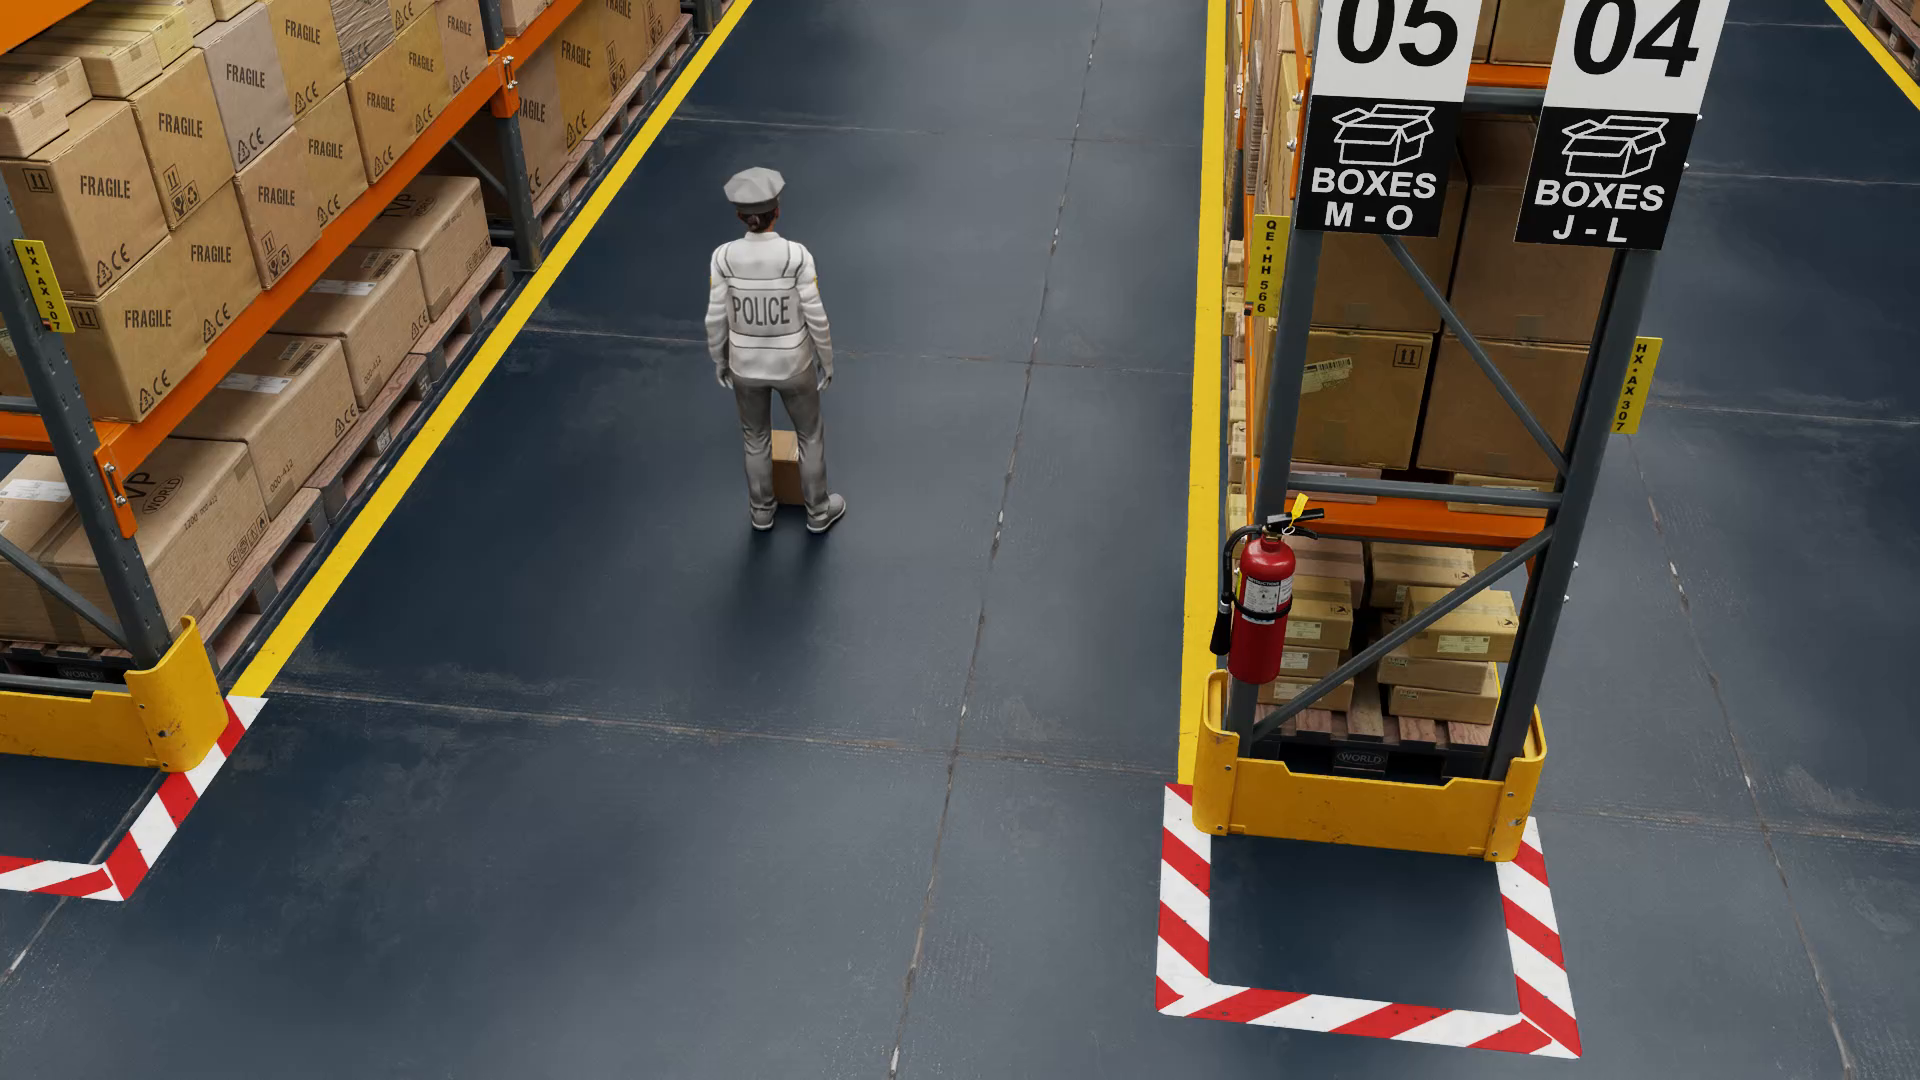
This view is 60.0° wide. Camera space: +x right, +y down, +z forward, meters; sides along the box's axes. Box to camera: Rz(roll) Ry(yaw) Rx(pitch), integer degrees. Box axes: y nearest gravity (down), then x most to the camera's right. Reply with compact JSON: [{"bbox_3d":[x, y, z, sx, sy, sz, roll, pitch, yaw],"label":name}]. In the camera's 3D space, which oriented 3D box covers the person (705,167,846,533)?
[{"bbox_3d":[-0.808,-0.763,7.183,0.542,1.662,0.375,2,36,3],"label":"person"}]
